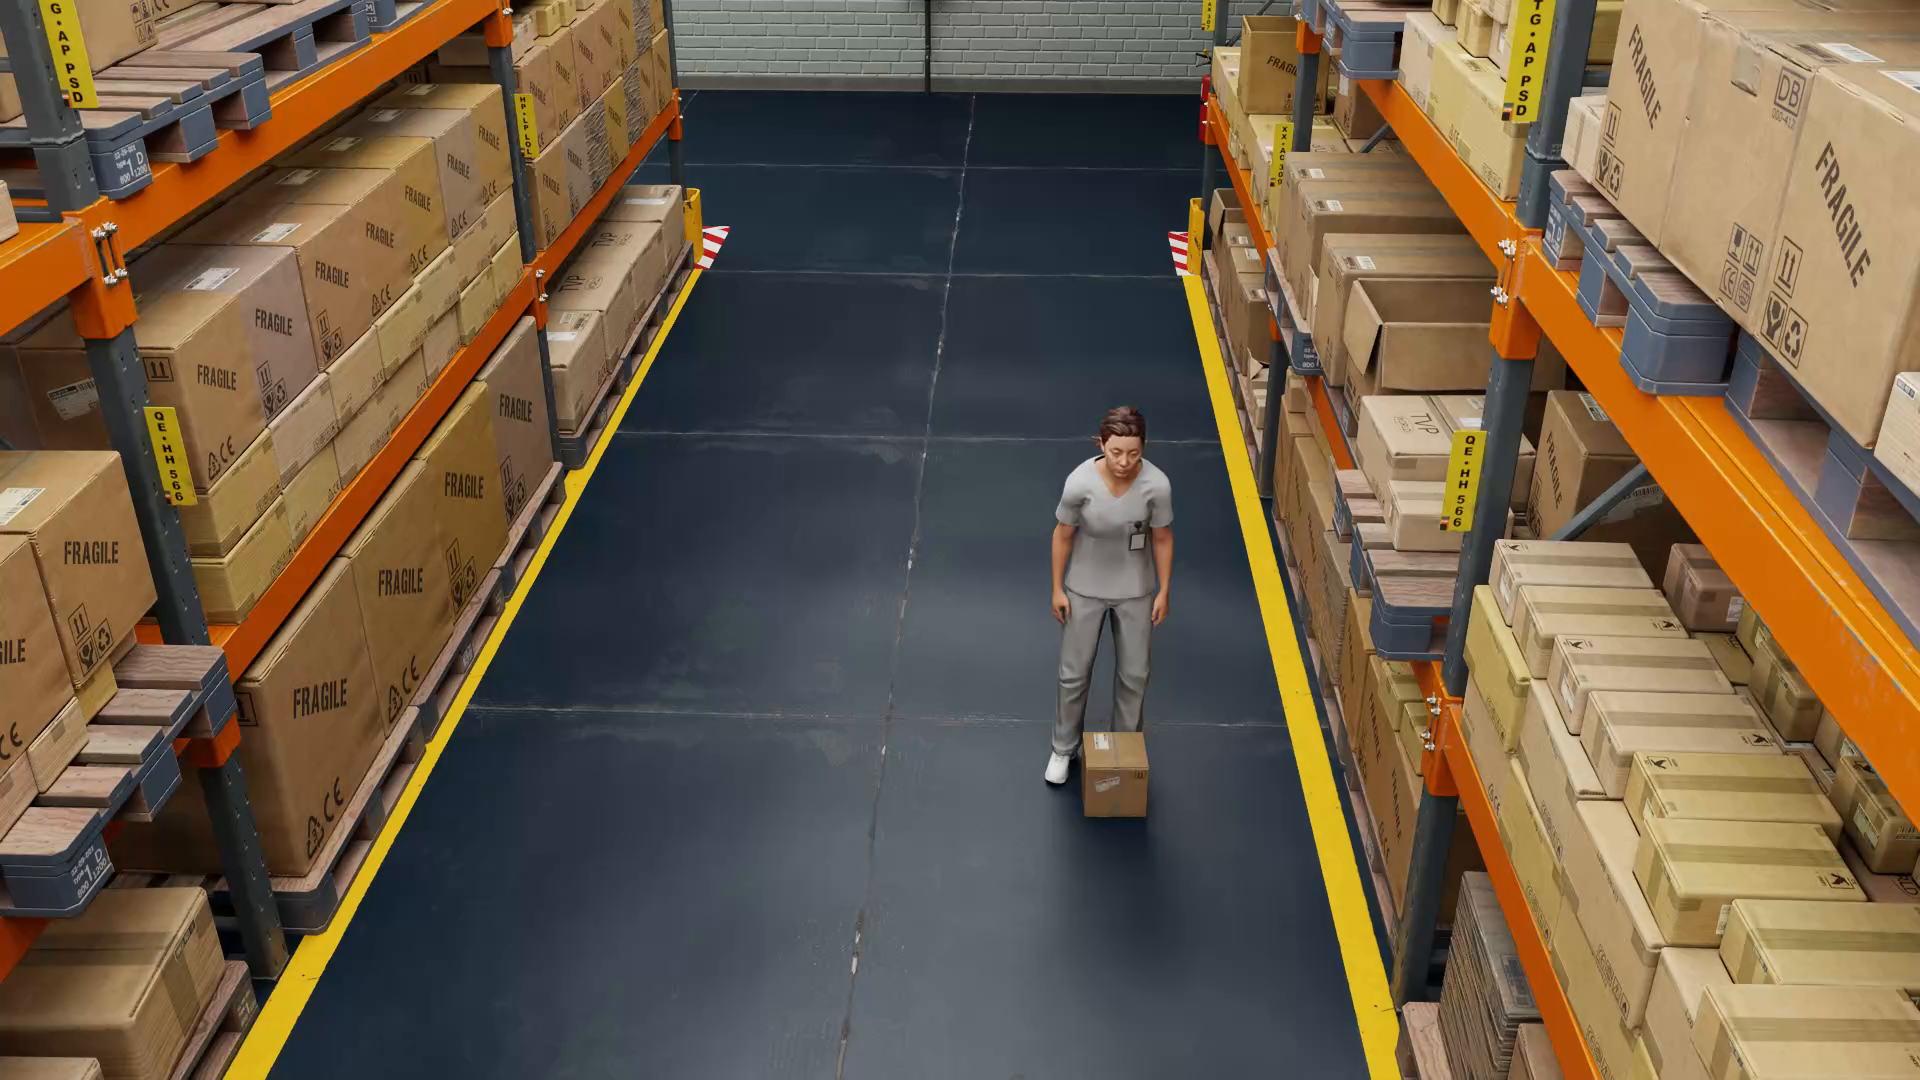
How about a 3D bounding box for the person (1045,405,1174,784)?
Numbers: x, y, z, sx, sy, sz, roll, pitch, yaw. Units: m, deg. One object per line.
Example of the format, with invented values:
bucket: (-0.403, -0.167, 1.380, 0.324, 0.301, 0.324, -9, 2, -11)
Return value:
person: (0.606, 0.219, 6.712, 0.489, 1.673, 0.358, 1, 28, 1)
